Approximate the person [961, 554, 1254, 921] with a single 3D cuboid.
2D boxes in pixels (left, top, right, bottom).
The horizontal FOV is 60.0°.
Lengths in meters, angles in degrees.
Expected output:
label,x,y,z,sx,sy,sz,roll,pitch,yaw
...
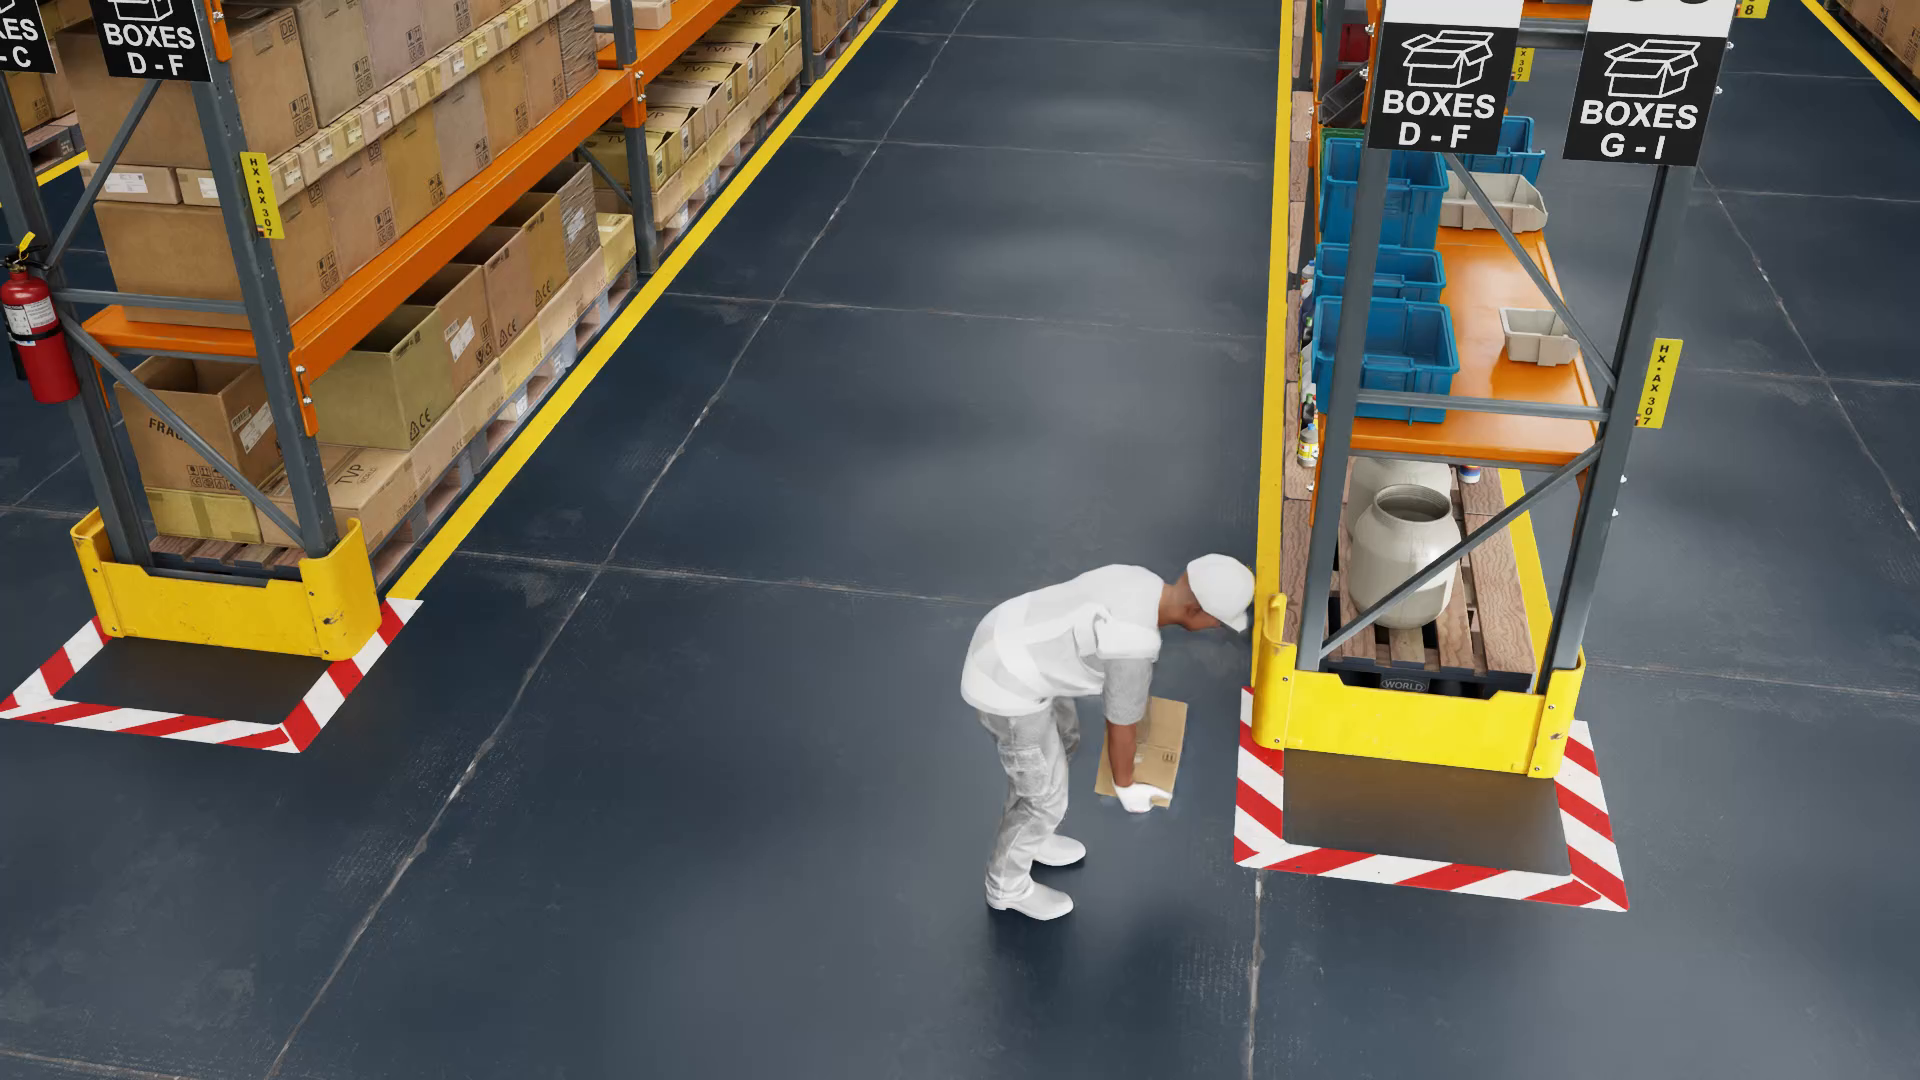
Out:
label,x,y,z,sx,sy,sz,roll,pitch,yaw
person,0.457,0.620,5.484,0.903,1.404,0.486,6,33,9
